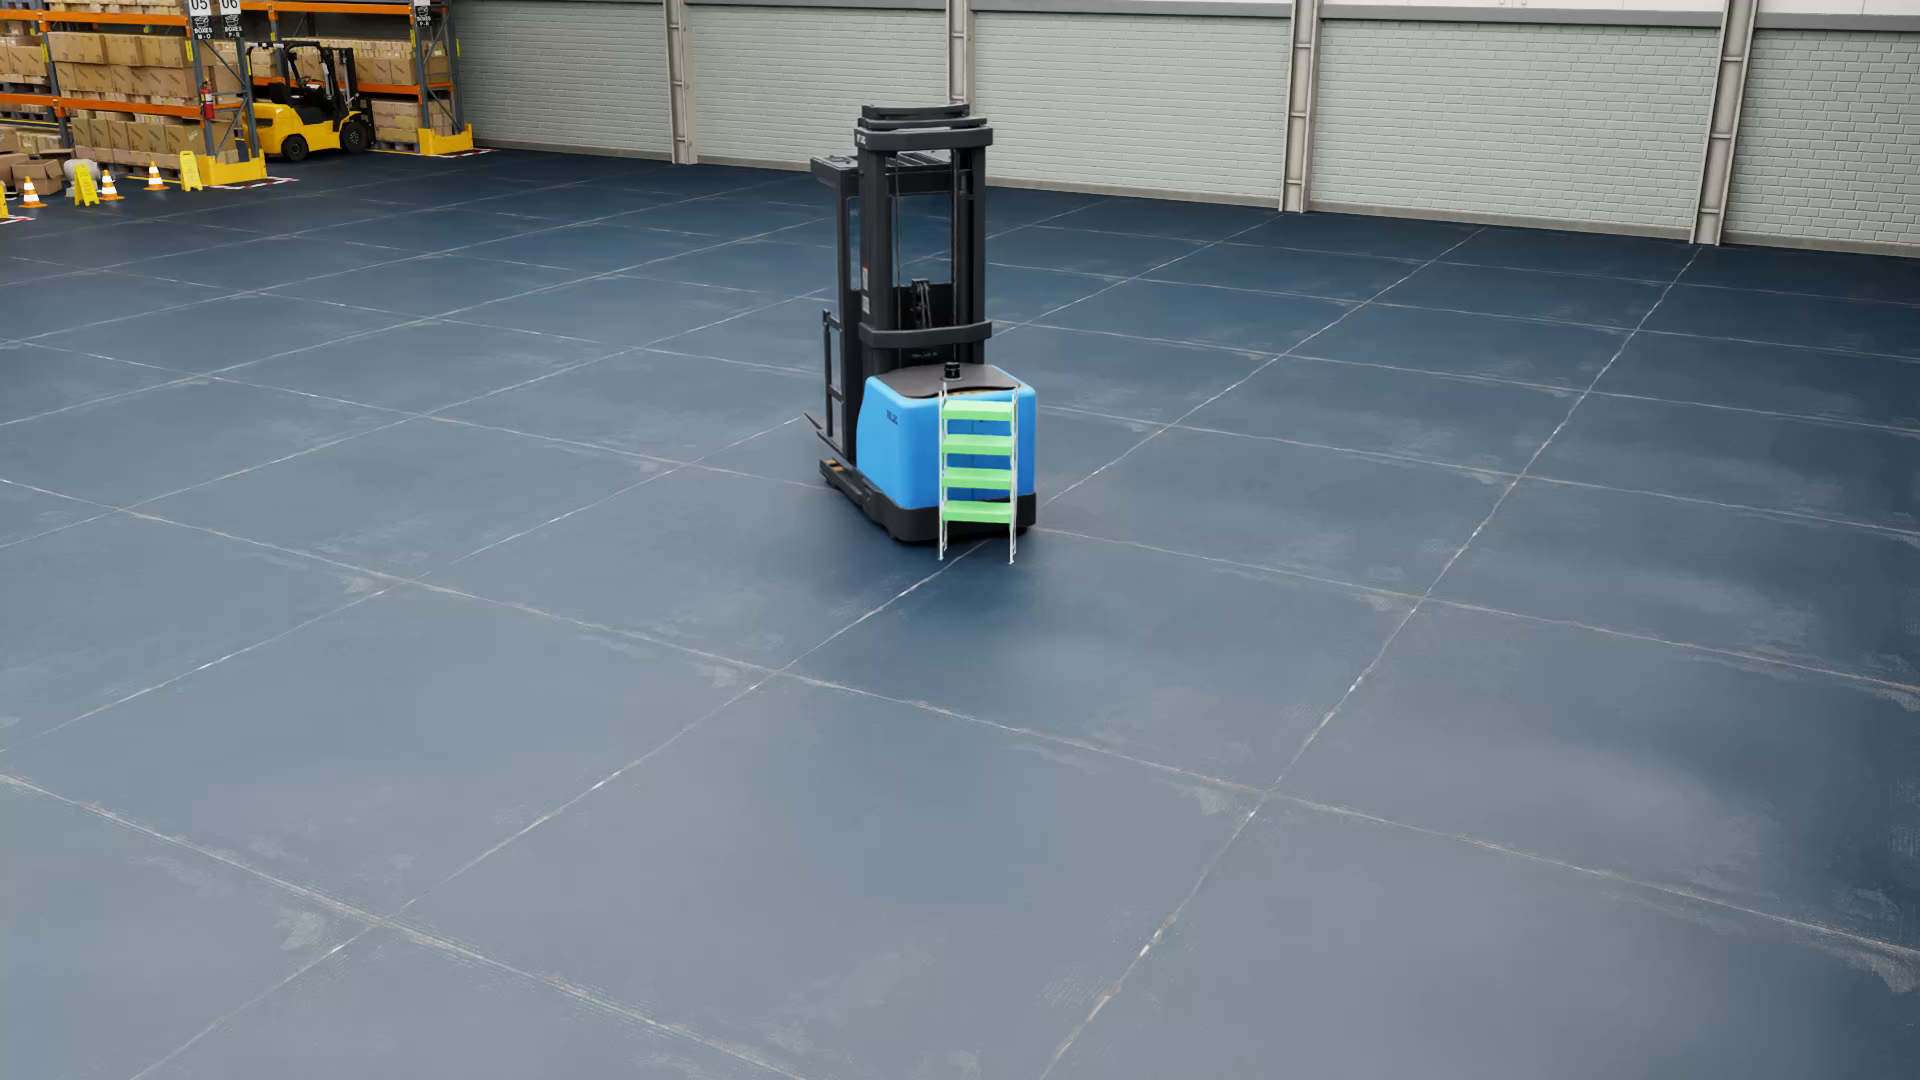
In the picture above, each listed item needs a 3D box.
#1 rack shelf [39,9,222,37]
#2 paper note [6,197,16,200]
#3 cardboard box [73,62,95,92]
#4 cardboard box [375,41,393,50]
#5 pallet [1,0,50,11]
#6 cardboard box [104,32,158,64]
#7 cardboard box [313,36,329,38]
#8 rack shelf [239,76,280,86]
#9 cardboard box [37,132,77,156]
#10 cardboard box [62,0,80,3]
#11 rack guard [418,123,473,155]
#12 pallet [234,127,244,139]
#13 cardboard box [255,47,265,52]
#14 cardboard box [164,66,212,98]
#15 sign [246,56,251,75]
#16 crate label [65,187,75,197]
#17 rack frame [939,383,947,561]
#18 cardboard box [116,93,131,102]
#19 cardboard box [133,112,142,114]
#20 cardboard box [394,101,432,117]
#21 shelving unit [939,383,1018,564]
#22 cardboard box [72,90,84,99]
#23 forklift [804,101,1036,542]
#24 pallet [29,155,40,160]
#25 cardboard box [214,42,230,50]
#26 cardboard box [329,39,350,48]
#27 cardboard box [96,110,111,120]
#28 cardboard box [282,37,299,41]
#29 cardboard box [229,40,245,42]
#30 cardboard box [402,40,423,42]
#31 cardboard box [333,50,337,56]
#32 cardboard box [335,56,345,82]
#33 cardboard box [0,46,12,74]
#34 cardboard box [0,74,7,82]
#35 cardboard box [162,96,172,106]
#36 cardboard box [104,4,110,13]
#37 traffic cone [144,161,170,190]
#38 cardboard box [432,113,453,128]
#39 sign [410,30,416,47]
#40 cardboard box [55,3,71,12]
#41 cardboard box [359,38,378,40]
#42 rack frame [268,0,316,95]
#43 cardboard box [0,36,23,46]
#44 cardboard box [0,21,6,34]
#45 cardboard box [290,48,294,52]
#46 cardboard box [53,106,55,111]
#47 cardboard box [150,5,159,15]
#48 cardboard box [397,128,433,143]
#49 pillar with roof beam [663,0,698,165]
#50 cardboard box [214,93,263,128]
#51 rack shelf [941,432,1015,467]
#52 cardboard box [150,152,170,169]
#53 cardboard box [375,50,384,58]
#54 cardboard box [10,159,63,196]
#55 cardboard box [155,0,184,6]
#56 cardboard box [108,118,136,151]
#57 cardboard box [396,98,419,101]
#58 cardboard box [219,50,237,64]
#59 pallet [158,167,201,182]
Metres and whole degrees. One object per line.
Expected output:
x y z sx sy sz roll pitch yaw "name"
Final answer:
-14.460 -9.126 29.282 4.000 0.370 1.077 11 23 27 "rack shelf"
-15.544 -5.594 27.245 0.144 0.017 0.142 -16 26 -38 "paper note"
-15.508 -8.341 29.878 0.500 0.500 0.500 11 23 27 "cardboard box"
-11.365 -9.819 33.002 0.250 0.149 0.380 11 23 28 "cardboard box"
-16.693 -9.843 30.478 1.003 0.211 1.213 11 23 27 "pallet"
-14.567 -8.664 29.301 0.500 0.500 0.700 11 22 27 "cardboard box"
-13.163 -10.340 34.437 0.250 0.149 0.380 10 22 26 "cardboard box"
-15.534 -9.860 35.702 4.000 0.370 1.077 11 23 27 "rack shelf"
-16.665 -7.436 31.202 0.625 0.372 0.950 11 23 28 "cardboard box"
-15.500 -9.629 29.396 0.500 0.250 0.500 11 22 27 "cardboard box"
-10.275 -8.021 33.244 0.348 0.500 1.175 11 23 27 "rack guard"
-15.520 -8.868 36.002 1.213 0.211 1.003 11 23 27 "pallet"
-14.429 -10.245 34.613 0.250 0.149 0.380 10 22 27 "cardboard box"
-13.322 -7.917 28.709 0.500 0.500 0.500 10 22 26 "cardboard box"
-12.449 -8.290 29.051 0.005 0.325 0.100 11 23 27 "sign"
-14.679 -5.789 27.623 0.298 0.136 0.250 0 20 -1 "crate label"
-0.116 -0.462 11.378 0.015 1.200 0.240 3 20 7 "rack frame"
-14.741 -7.872 29.536 0.250 0.149 0.380 11 23 27 "cardboard box"
-18.186 -9.646 37.107 0.500 0.500 0.500 10 22 26 "cardboard box"
-10.850 -8.559 33.011 0.500 0.250 0.500 12 23 29 "cardboard box"
0.126 -0.450 11.347 0.503 1.200 0.258 3 20 7 "shelving unit"
-15.841 -8.094 30.149 0.250 0.149 0.380 12 23 29 "cardboard box"
-0.464 -1.834 12.621 1.130 2.935 3.031 -8 21 -20 "forklift"
-16.886 -7.205 31.419 1.213 0.211 1.003 11 23 27 "pallet"
-15.594 -10.433 35.129 0.250 0.149 0.380 10 22 26 "cardboard box"
-12.491 -10.025 33.569 0.250 0.149 0.380 11 23 27 "cardboard box"
-15.293 -7.647 29.913 0.250 0.149 0.380 12 23 29 "cardboard box"
-13.655 -10.216 34.095 0.250 0.149 0.380 11 23 28 "cardboard box"
-15.548 -10.639 35.698 0.250 0.149 0.380 12 23 29 "cardboard box"
-10.935 -9.905 33.237 0.250 0.149 0.380 11 23 28 "cardboard box"
-12.535 -9.865 33.563 0.250 0.149 0.380 10 22 26 "cardboard box"
-12.194 -9.505 33.524 0.500 0.500 0.500 11 23 28 "cardboard box"
-17.602 -8.949 30.939 0.500 0.500 0.500 12 23 29 "cardboard box"
-17.673 -8.644 31.048 0.250 0.149 0.380 11 23 27 "cardboard box"
-13.633 -7.660 28.953 0.250 0.149 0.380 10 22 26 "cardboard box"
-14.705 -9.297 29.066 0.250 0.149 0.380 11 23 28 "cardboard box"
-13.718 -6.217 28.325 0.334 0.463 0.336 11 23 27 "traffic cone"
-10.605 -8.480 33.527 0.500 0.250 0.500 11 23 28 "cardboard box"
-10.573 -9.697 32.152 0.005 0.325 0.100 11 23 27 "sign"
-15.853 -9.493 29.607 0.250 0.149 0.380 11 23 27 "cardboard box"
-12.054 -10.120 33.831 0.250 0.149 0.380 12 23 29 "cardboard box"
-13.788 -9.865 34.663 0.127 3.000 1.000 11 23 27 "rack frame"
-17.578 -9.235 30.775 0.250 0.149 0.380 10 22 25 "cardboard box"
-22.690 -11.878 38.895 0.500 0.500 0.500 11 23 29 "cardboard box"
-13.638 -10.086 34.173 0.250 0.149 0.380 10 22 26 "cardboard box"
-21.234 -10.309 39.214 0.500 0.311 0.500 12 23 29 "cardboard box"
-13.610 -9.076 28.456 0.250 0.149 0.380 12 23 29 "cardboard box"
-10.860 -8.089 33.182 0.500 0.250 0.500 11 23 28 "cardboard box"
-7.326 -10.125 26.581 0.400 9.000 9.100 11 23 27 "pillar with roof beam"
-15.580 -9.286 35.931 0.625 0.625 0.875 10 22 25 "cardboard box"
0.126 -0.616 11.287 0.480 0.148 0.258 3 20 7 "rack shelf"
-13.999 -6.769 29.545 0.500 0.250 0.500 11 23 27 "cardboard box"
-11.381 -9.666 33.015 0.250 0.149 0.380 11 22 27 "cardboard box"
-15.482 -6.087 27.907 0.637 0.503 0.797 -4 20 -10 "cardboard box"
-13.292 -9.206 28.230 0.500 0.250 0.500 10 22 27 "cardboard box"
-14.897 -7.294 29.890 0.500 0.500 0.500 12 23 30 "cardboard box"
-11.061 -8.793 33.658 0.500 0.250 0.500 11 23 27 "cardboard box"
-15.238 -10.206 35.088 0.500 0.250 0.500 11 23 28 "cardboard box"
-13.472 -6.569 29.665 1.213 0.211 1.003 11 23 27 "pallet"
